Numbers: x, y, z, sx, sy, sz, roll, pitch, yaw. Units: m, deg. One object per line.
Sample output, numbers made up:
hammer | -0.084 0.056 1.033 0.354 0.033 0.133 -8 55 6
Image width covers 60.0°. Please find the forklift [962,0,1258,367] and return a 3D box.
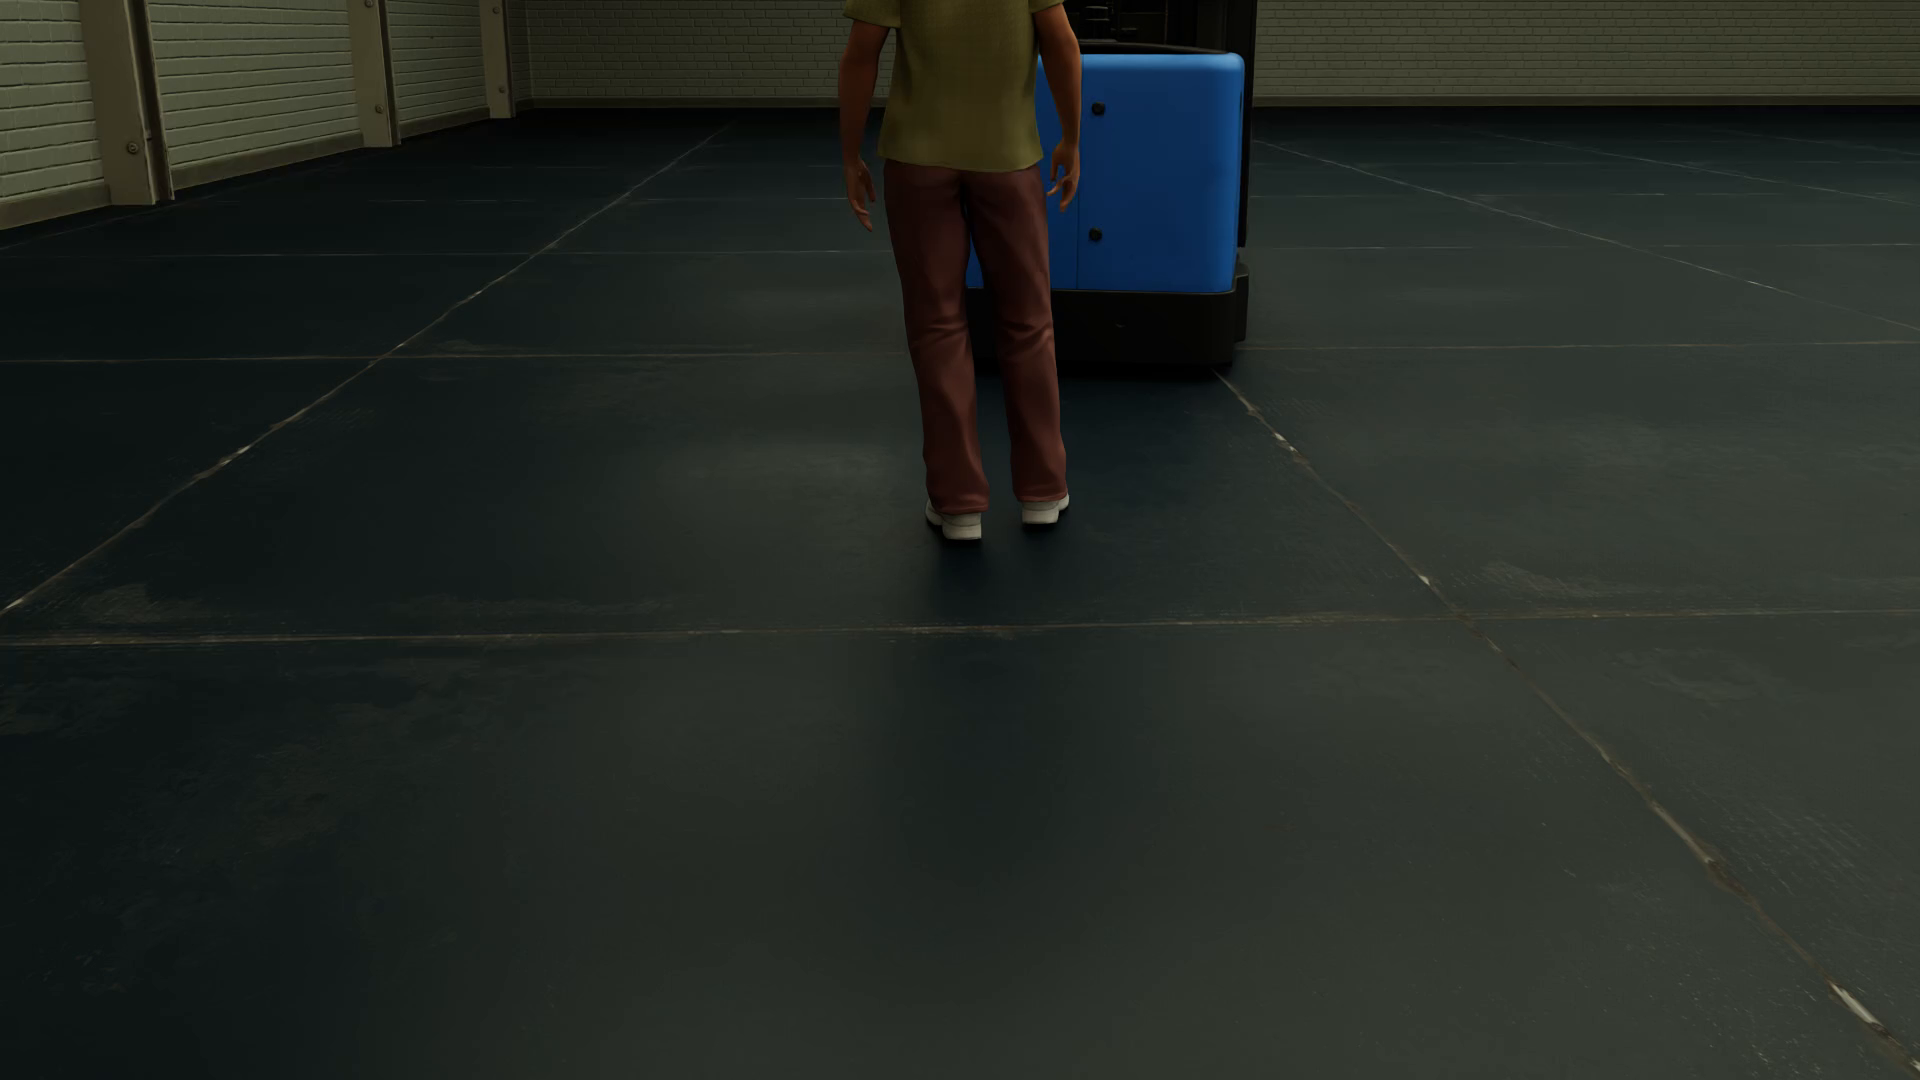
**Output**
forklift | 0.660 -2.380 6.686 1.130 2.935 3.031 3 17 10

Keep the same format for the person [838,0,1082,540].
person | 0.008 -0.830 3.742 0.553 1.673 0.548 -1 17 -3
